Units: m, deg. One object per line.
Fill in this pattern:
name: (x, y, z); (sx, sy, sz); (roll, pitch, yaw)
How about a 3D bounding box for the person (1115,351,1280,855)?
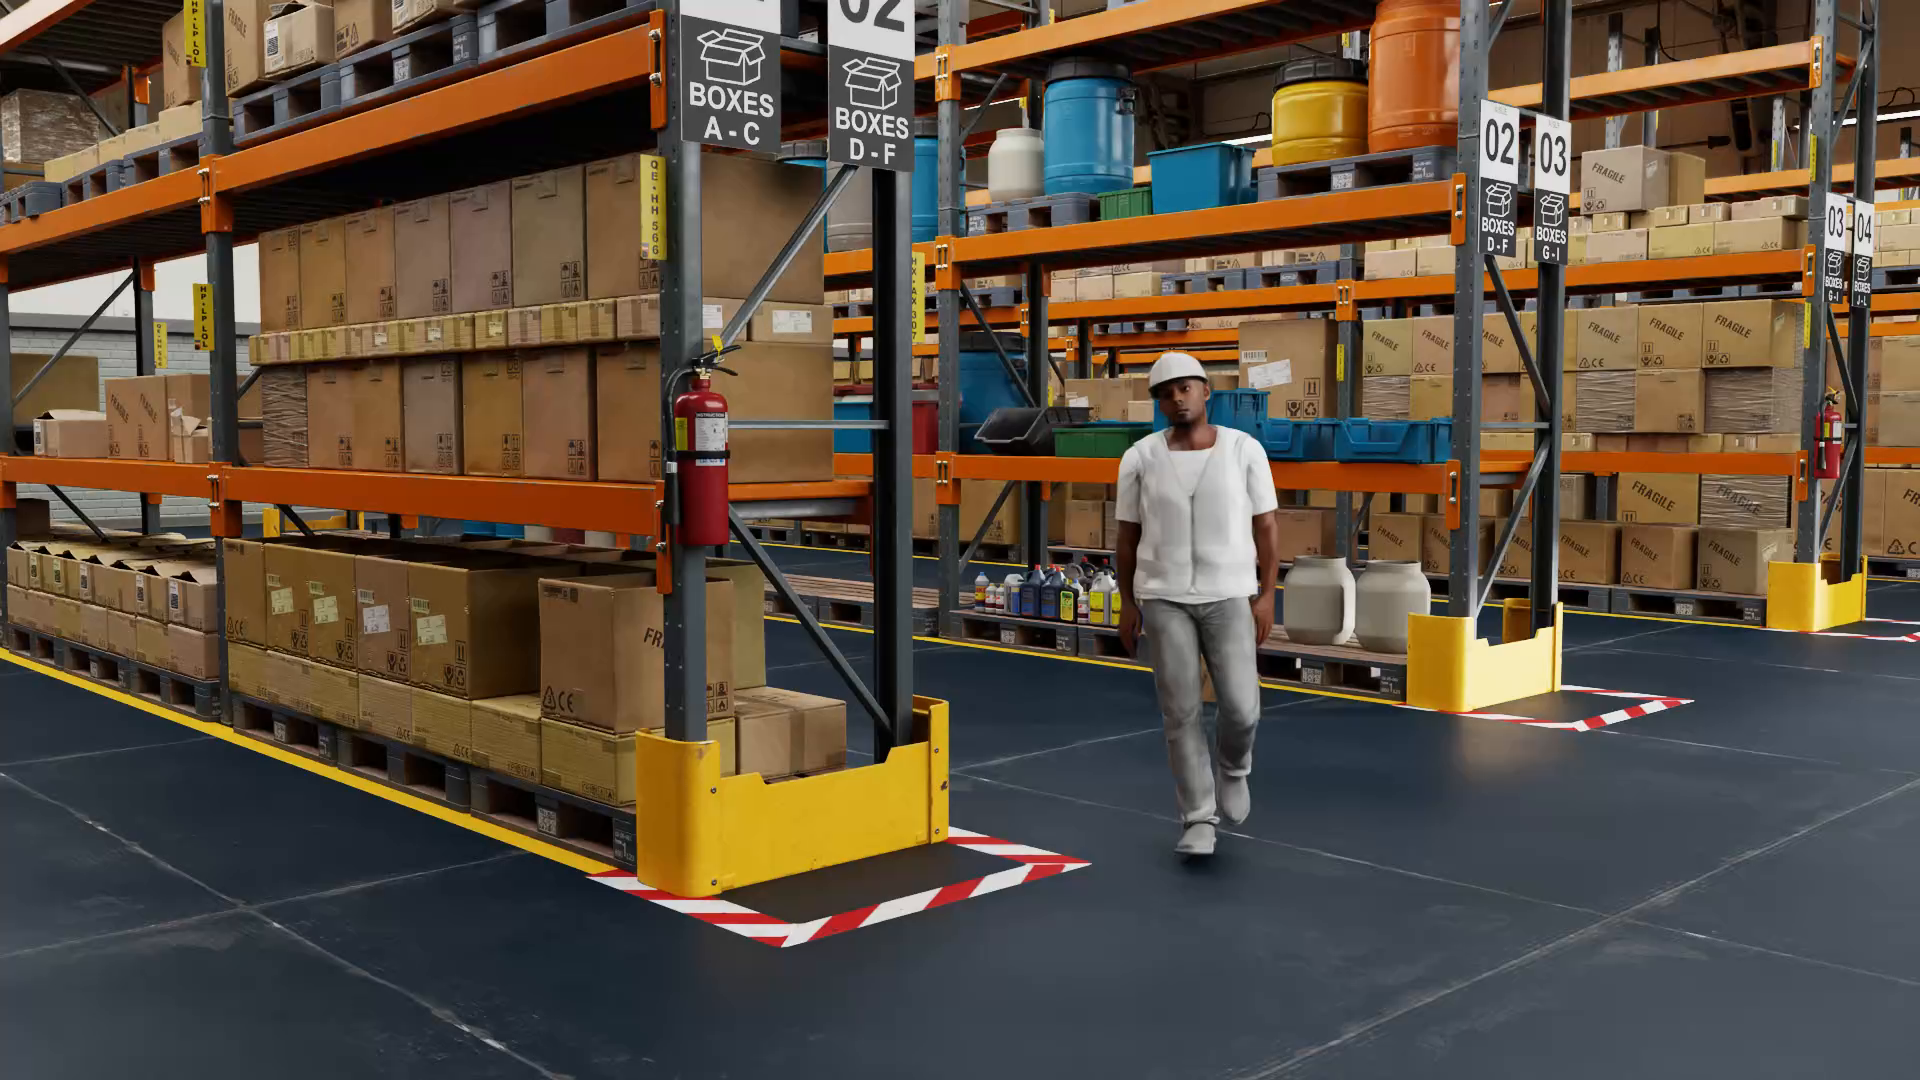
person: (0.833, 0.210, 5.867); (0.577, 1.744, 0.586); (1, 4, 9)
